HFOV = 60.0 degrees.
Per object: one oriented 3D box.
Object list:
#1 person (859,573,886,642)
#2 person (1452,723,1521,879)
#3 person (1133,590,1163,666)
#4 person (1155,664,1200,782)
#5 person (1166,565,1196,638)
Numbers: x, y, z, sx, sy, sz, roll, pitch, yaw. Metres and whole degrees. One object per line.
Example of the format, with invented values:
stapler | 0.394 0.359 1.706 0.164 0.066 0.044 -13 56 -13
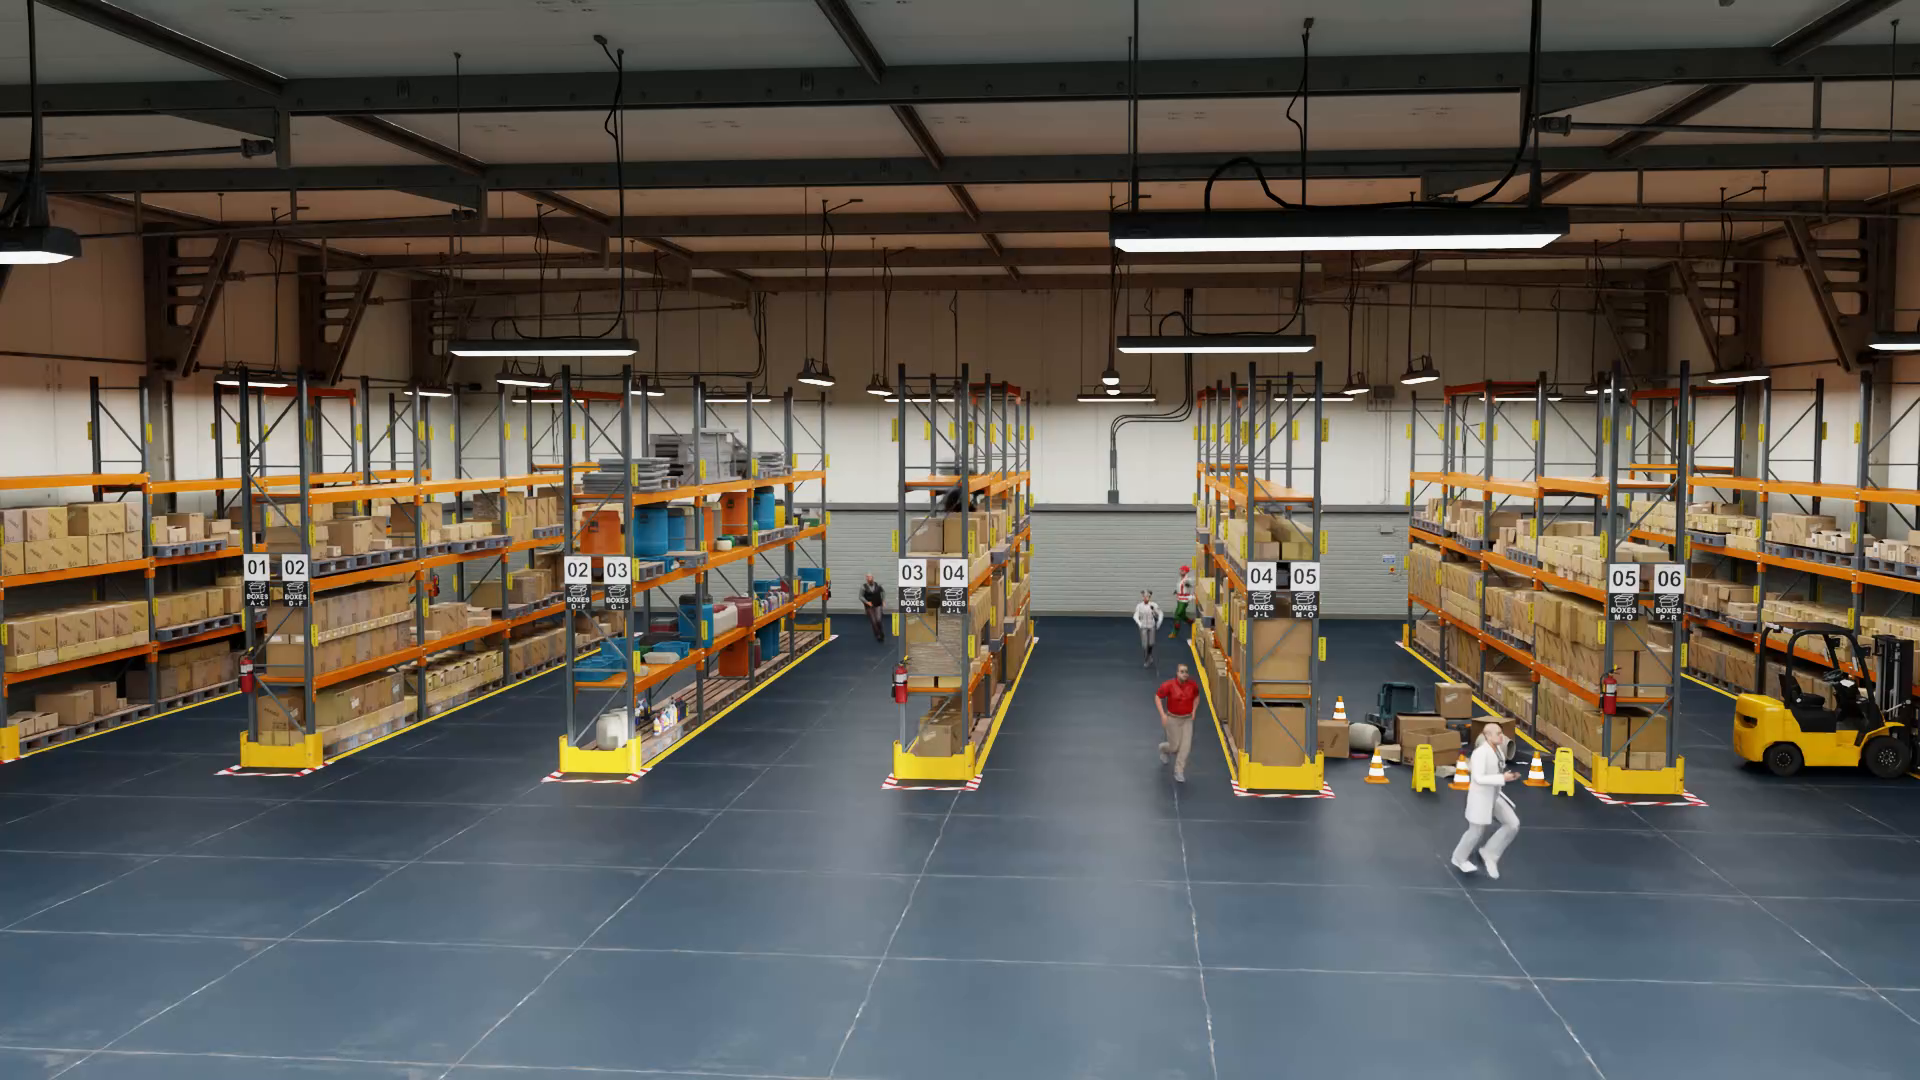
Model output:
person | -2.084 1.618 39.751 0.661 1.653 0.582 0 4 -7
person | 5.917 2.917 18.671 0.753 1.763 0.881 -3 5 -42
person | 4.018 1.892 35.596 0.629 1.659 0.499 1 4 11
person | 3.168 2.666 24.200 0.683 1.610 0.792 -1 4 -17
person | 5.488 1.501 40.565 0.897 1.789 0.732 -1 4 -19
